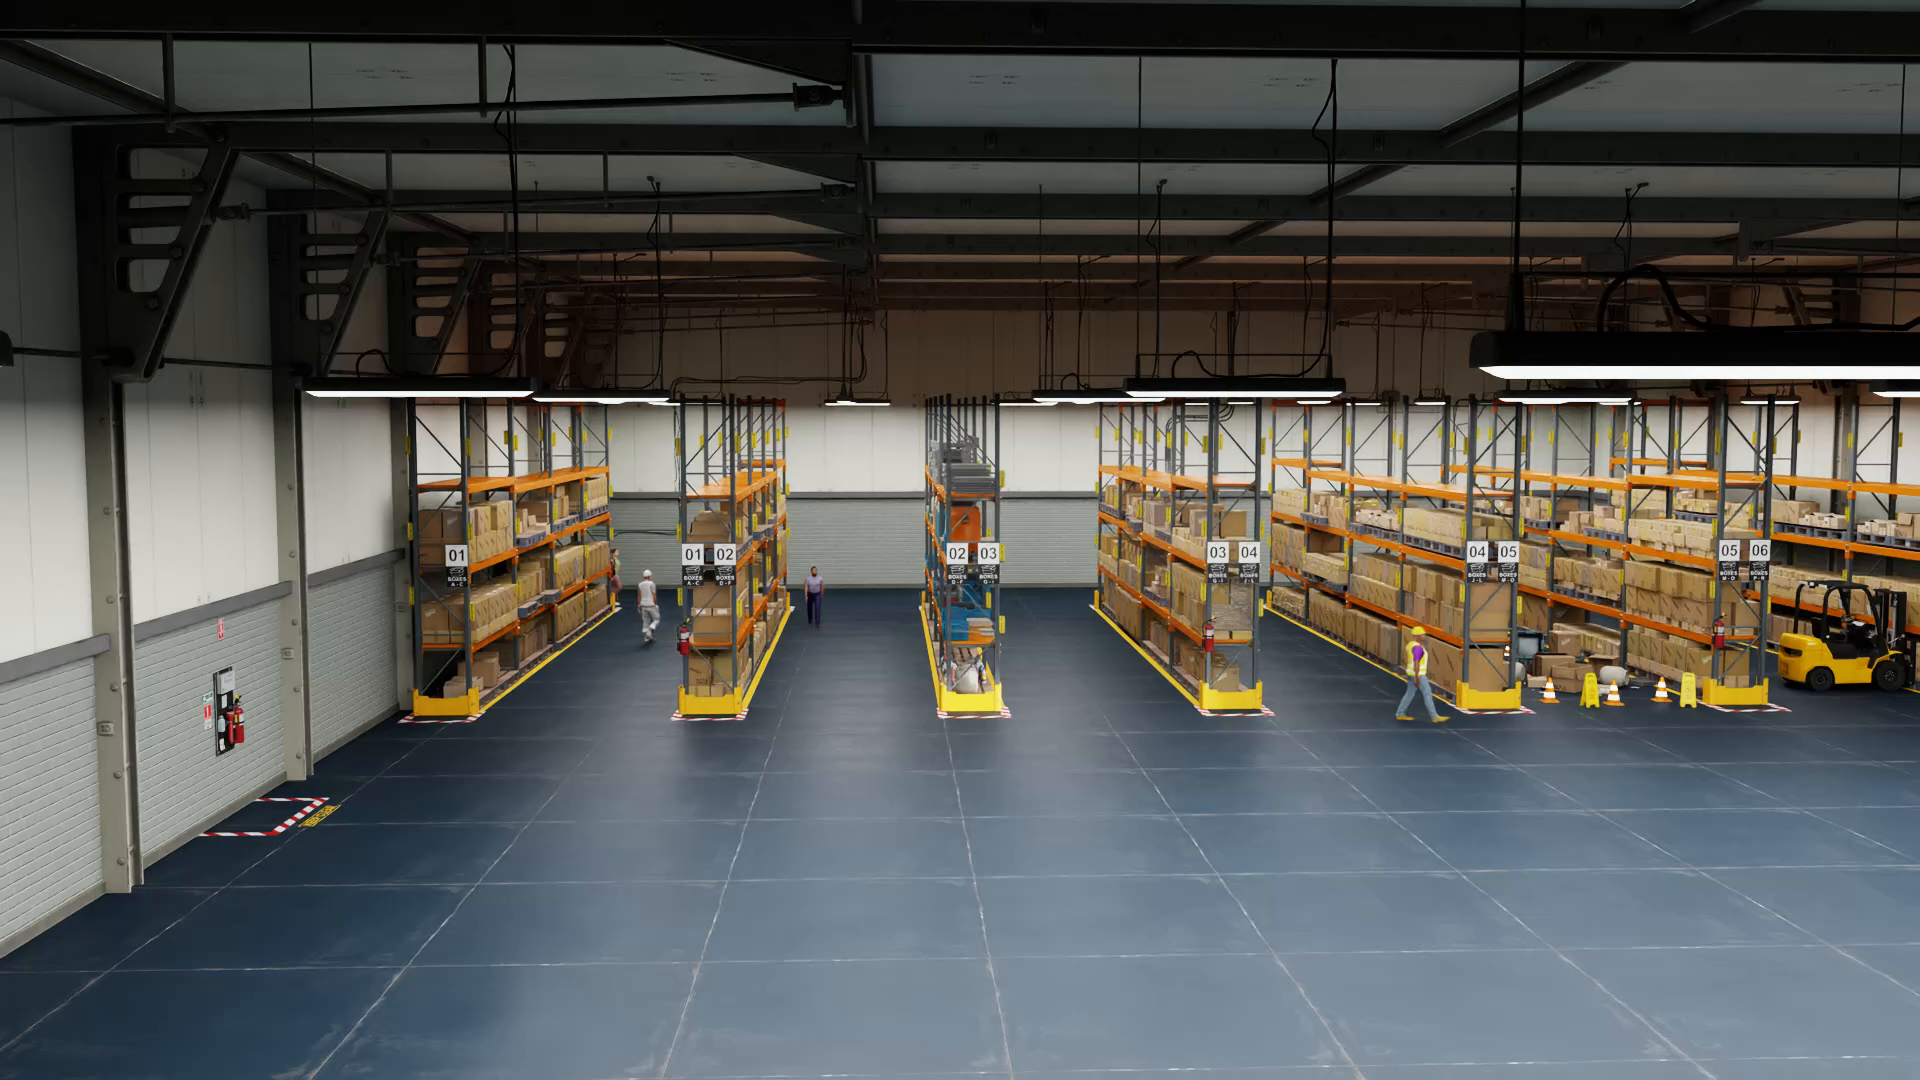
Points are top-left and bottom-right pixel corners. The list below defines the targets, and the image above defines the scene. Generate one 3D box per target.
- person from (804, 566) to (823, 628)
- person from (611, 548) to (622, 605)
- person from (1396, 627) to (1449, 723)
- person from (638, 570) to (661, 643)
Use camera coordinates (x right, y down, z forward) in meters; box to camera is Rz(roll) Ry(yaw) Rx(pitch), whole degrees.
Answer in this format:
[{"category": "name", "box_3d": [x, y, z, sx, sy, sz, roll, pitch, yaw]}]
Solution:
[{"category": "person", "box_3d": [-3.822, 1.478, 43.525, 0.488, 1.573, 1.043, 0, 5, -4]}, {"category": "person", "box_3d": [-9.995, 1.067, 48.193, 0.424, 1.668, 0.475, 0, 5, -4]}, {"category": "person", "box_3d": [8.414, 2.451, 30.337, 0.885, 1.736, 0.614, 0, 5, -3]}, {"category": "person", "box_3d": [-7.623, 1.630, 40.572, 0.588, 1.792, 0.493, 2, 5, 27]}]
